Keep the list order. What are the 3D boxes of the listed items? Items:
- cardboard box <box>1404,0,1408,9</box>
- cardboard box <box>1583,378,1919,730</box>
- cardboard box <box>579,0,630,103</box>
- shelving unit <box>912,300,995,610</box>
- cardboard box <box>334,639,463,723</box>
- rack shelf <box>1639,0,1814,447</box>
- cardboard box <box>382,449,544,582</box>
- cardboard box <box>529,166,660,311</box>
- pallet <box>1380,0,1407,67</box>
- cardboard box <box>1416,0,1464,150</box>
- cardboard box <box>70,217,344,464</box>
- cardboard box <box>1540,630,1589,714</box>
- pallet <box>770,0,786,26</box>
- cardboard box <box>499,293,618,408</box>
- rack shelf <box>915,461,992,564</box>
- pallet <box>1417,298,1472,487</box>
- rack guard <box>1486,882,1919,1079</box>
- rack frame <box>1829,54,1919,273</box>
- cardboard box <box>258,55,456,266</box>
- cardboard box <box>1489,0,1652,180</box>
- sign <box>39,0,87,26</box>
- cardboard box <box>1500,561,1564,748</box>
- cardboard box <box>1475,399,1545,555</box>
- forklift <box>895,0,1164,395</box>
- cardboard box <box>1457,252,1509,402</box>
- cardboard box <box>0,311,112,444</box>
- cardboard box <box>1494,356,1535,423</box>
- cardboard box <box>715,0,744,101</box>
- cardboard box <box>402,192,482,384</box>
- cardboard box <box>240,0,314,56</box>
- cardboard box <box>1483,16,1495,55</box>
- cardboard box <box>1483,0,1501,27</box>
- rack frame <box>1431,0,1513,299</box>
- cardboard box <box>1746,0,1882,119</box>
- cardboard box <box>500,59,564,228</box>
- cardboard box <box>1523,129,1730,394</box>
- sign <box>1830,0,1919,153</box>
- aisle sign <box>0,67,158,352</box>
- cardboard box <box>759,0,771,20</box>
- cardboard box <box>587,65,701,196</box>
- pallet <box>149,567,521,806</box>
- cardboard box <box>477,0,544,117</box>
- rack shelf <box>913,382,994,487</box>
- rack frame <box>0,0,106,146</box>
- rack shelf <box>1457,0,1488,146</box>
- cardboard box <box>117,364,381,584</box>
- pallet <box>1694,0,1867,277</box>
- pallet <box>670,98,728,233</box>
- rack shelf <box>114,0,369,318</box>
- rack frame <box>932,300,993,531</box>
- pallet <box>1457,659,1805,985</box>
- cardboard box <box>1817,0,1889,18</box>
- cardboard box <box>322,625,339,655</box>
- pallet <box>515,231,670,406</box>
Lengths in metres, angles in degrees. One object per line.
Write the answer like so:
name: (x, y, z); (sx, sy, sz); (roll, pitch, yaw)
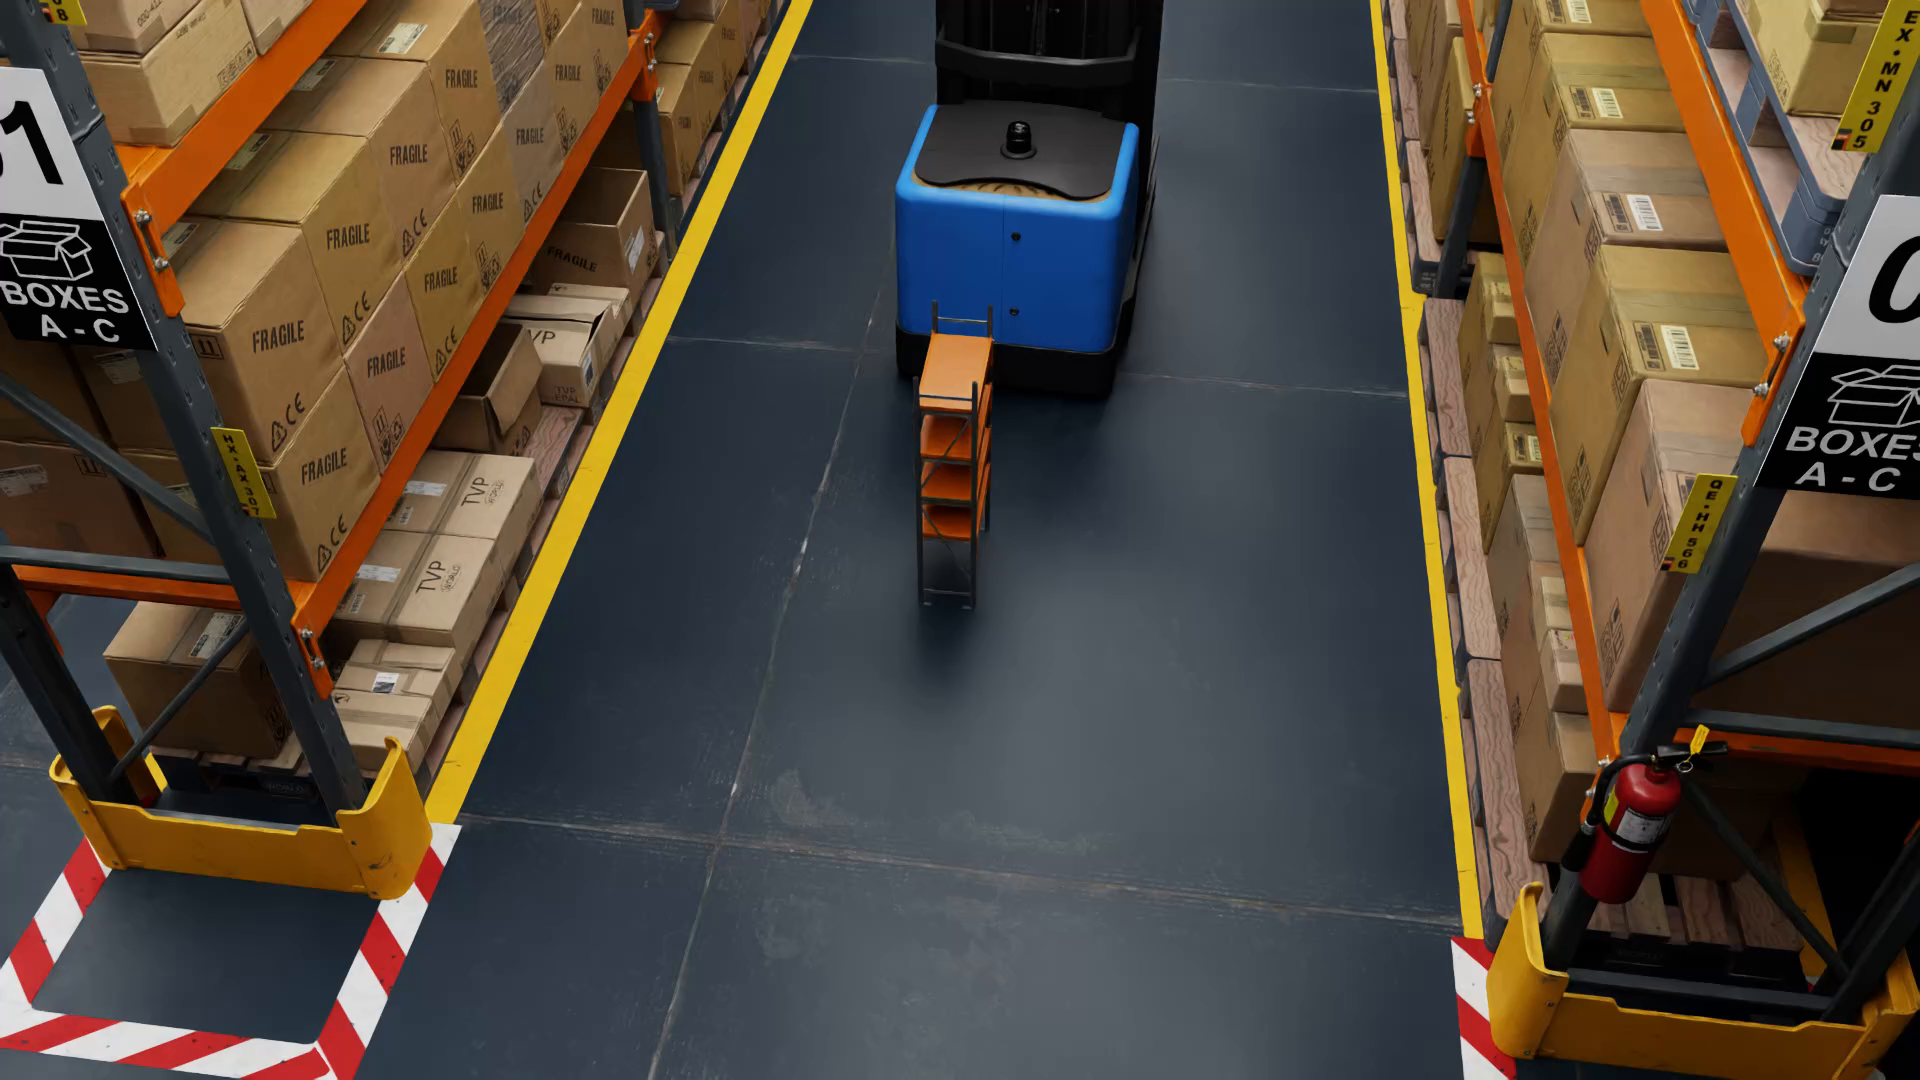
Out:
cardboard box: (3.196, -3.807, 10.369); (0.750, 0.750, 0.750); (5, 44, 5)
cardboard box: (2.423, 0.070, 4.798); (0.980, 0.700, 0.700); (7, 44, 7)
cardboard box: (-1.828, -2.318, 7.466); (0.500, 0.500, 0.500); (6, 44, 6)
shelving unit: (-0.022, -0.323, 6.741); (0.258, 1.200, 0.503); (5, 44, 6)
cardboard box: (-2.116, 0.525, 6.277); (0.380, 0.166, 0.250); (5, 44, 6)
rack shelf: (2.630, -1.663, 5.189); (1.077, 0.370, 4.000); (5, 44, 6)
cardboard box: (-2.060, -0.108, 6.884); (0.500, 0.250, 0.500); (5, 44, 6)
cardboard box: (-1.810, -1.484, 8.156); (0.500, 0.500, 0.500); (5, 44, 6)
pallet: (3.244, -3.381, 10.690); (1.003, 0.211, 1.213); (5, 44, 6)
cardboard box: (2.966, -2.631, 9.127); (0.750, 0.750, 0.750); (6, 44, 7)
cardboard box: (-2.225, -0.598, 4.922); (0.500, 0.500, 0.500); (6, 44, 7)
cardboard box: (2.195, 0.457, 5.649); (0.380, 0.149, 0.250); (5, 44, 5)
pallet: (-1.624, -3.854, 11.189); (1.003, 0.211, 1.213); (5, 44, 6)
cardboard box: (-1.910, -0.904, 7.681); (0.500, 0.311, 0.500); (5, 44, 6)
rack shelf: (-0.022, -0.130, 6.923); (0.258, 0.148, 0.480); (5, 44, 6)
pallet: (2.716, -0.675, 7.831); (1.003, 0.211, 1.213); (5, 44, 6)
rack guard: (2.362, 1.452, 5.375); (1.175, 0.500, 0.348); (5, 44, 6)
rack frame: (2.366, -1.651, 2.471); (1.000, 3.000, 0.127); (5, 44, 6)
cardboard box: (-2.092, -1.295, 5.659); (0.500, 0.500, 0.500); (6, 44, 6)
cardboard box: (2.807, -1.939, 6.920); (0.980, 0.700, 0.700); (6, 44, 6)
sign: (-2.007, -1.277, 3.622); (0.100, 0.325, 0.005); (5, 44, 6)
cardboard box: (2.425, 0.456, 6.122); (0.700, 0.500, 0.500); (5, 44, 5)
cardboard box: (2.554, -0.251, 6.868); (0.700, 0.500, 0.500); (6, 44, 6)
forklift: (0.472, -2.779, 8.076); (1.130, 2.935, 3.031); (7, 44, 8)
cardboard box: (2.694, -0.943, 7.599); (0.700, 0.500, 0.500); (6, 44, 6)
cardboard box: (-2.759, -0.648, 4.975); (0.500, 0.500, 0.500); (5, 44, 5)
cardboard box: (2.399, -0.606, 6.771); (0.380, 0.149, 0.250); (4, 44, 4)
cardboard box: (-1.578, -2.910, 9.662); (0.500, 0.500, 0.500); (6, 44, 6)
cardboard box: (-2.093, -0.929, 5.999); (0.500, 0.500, 0.500); (5, 44, 5)
cardboard box: (-2.146, -1.621, 4.730); (0.500, 0.250, 0.500); (5, 44, 6)
cardboard box: (2.659, -2.371, 7.762); (0.380, 0.149, 0.250); (6, 44, 6)
cardboard box: (2.706, -2.687, 7.625); (0.500, 0.500, 0.500); (5, 44, 5)
rack frame: (2.894, -2.198, 7.412); (1.000, 3.000, 0.127); (5, 44, 6)
cardboard box: (2.199, -1.219, 3.927); (0.500, 0.250, 0.500); (6, 44, 7)
cardboard box: (-1.960, -1.617, 6.725); (0.500, 0.500, 0.500); (6, 44, 6)
cardboard box: (2.618, -0.945, 5.871); (0.980, 0.700, 0.700); (3, 44, 3)
sign: (1.830, -0.913, 3.287); (0.100, 0.325, 0.005); (5, 44, 6)
aisle sign: (-2.263, -0.791, 4.035); (0.394, 0.787, 0.004); (5, 44, 6)
cardboard box: (-1.447, -3.613, 10.404); (0.500, 0.500, 0.500); (4, 44, 4)
cardboard box: (-1.711, -2.206, 8.918); (0.500, 0.500, 0.500); (3, 44, 4)
pallet: (-2.431, 0.497, 6.594); (1.003, 0.211, 1.213); (5, 44, 6)
cardboard box: (-1.958, -1.984, 6.386); (0.500, 0.500, 0.500); (6, 44, 6)
rack shelf: (-0.022, -0.436, 6.633); (0.258, 0.148, 0.480); (5, 44, 6)
rack frame: (-2.545, -2.098, 2.943); (1.000, 3.000, 0.127); (5, 44, 6)
rack shelf: (3.159, -3.300, 9.099); (1.077, 0.370, 4.000); (5, 44, 6)
cardboard box: (-2.225, -0.235, 5.266); (0.500, 0.500, 0.500); (6, 44, 6)
pallet: (2.453, -1.036, 4.067); (1.003, 0.211, 1.213); (5, 44, 6)
pallet: (-1.946, -2.191, 9.433); (1.003, 0.211, 1.213); (5, 44, 6)
rack shelf: (-2.281, -2.111, 5.662); (1.077, 0.370, 4.000); (5, 44, 6)
rack frame: (0.010, -0.489, 6.916); (0.240, 1.200, 0.015); (5, 44, 6)
pallet: (2.394, 0.988, 6.075); (1.003, 0.211, 1.213); (5, 44, 6)
cardboard box: (2.192, -1.492, 3.670); (0.500, 0.500, 0.500); (5, 44, 5)
cardboard box: (-2.575, 0.288, 6.527); (0.380, 0.166, 0.250); (5, 44, 6)
pallet: (-2.108, -1.166, 8.350); (1.003, 0.211, 1.213); (5, 44, 6)
